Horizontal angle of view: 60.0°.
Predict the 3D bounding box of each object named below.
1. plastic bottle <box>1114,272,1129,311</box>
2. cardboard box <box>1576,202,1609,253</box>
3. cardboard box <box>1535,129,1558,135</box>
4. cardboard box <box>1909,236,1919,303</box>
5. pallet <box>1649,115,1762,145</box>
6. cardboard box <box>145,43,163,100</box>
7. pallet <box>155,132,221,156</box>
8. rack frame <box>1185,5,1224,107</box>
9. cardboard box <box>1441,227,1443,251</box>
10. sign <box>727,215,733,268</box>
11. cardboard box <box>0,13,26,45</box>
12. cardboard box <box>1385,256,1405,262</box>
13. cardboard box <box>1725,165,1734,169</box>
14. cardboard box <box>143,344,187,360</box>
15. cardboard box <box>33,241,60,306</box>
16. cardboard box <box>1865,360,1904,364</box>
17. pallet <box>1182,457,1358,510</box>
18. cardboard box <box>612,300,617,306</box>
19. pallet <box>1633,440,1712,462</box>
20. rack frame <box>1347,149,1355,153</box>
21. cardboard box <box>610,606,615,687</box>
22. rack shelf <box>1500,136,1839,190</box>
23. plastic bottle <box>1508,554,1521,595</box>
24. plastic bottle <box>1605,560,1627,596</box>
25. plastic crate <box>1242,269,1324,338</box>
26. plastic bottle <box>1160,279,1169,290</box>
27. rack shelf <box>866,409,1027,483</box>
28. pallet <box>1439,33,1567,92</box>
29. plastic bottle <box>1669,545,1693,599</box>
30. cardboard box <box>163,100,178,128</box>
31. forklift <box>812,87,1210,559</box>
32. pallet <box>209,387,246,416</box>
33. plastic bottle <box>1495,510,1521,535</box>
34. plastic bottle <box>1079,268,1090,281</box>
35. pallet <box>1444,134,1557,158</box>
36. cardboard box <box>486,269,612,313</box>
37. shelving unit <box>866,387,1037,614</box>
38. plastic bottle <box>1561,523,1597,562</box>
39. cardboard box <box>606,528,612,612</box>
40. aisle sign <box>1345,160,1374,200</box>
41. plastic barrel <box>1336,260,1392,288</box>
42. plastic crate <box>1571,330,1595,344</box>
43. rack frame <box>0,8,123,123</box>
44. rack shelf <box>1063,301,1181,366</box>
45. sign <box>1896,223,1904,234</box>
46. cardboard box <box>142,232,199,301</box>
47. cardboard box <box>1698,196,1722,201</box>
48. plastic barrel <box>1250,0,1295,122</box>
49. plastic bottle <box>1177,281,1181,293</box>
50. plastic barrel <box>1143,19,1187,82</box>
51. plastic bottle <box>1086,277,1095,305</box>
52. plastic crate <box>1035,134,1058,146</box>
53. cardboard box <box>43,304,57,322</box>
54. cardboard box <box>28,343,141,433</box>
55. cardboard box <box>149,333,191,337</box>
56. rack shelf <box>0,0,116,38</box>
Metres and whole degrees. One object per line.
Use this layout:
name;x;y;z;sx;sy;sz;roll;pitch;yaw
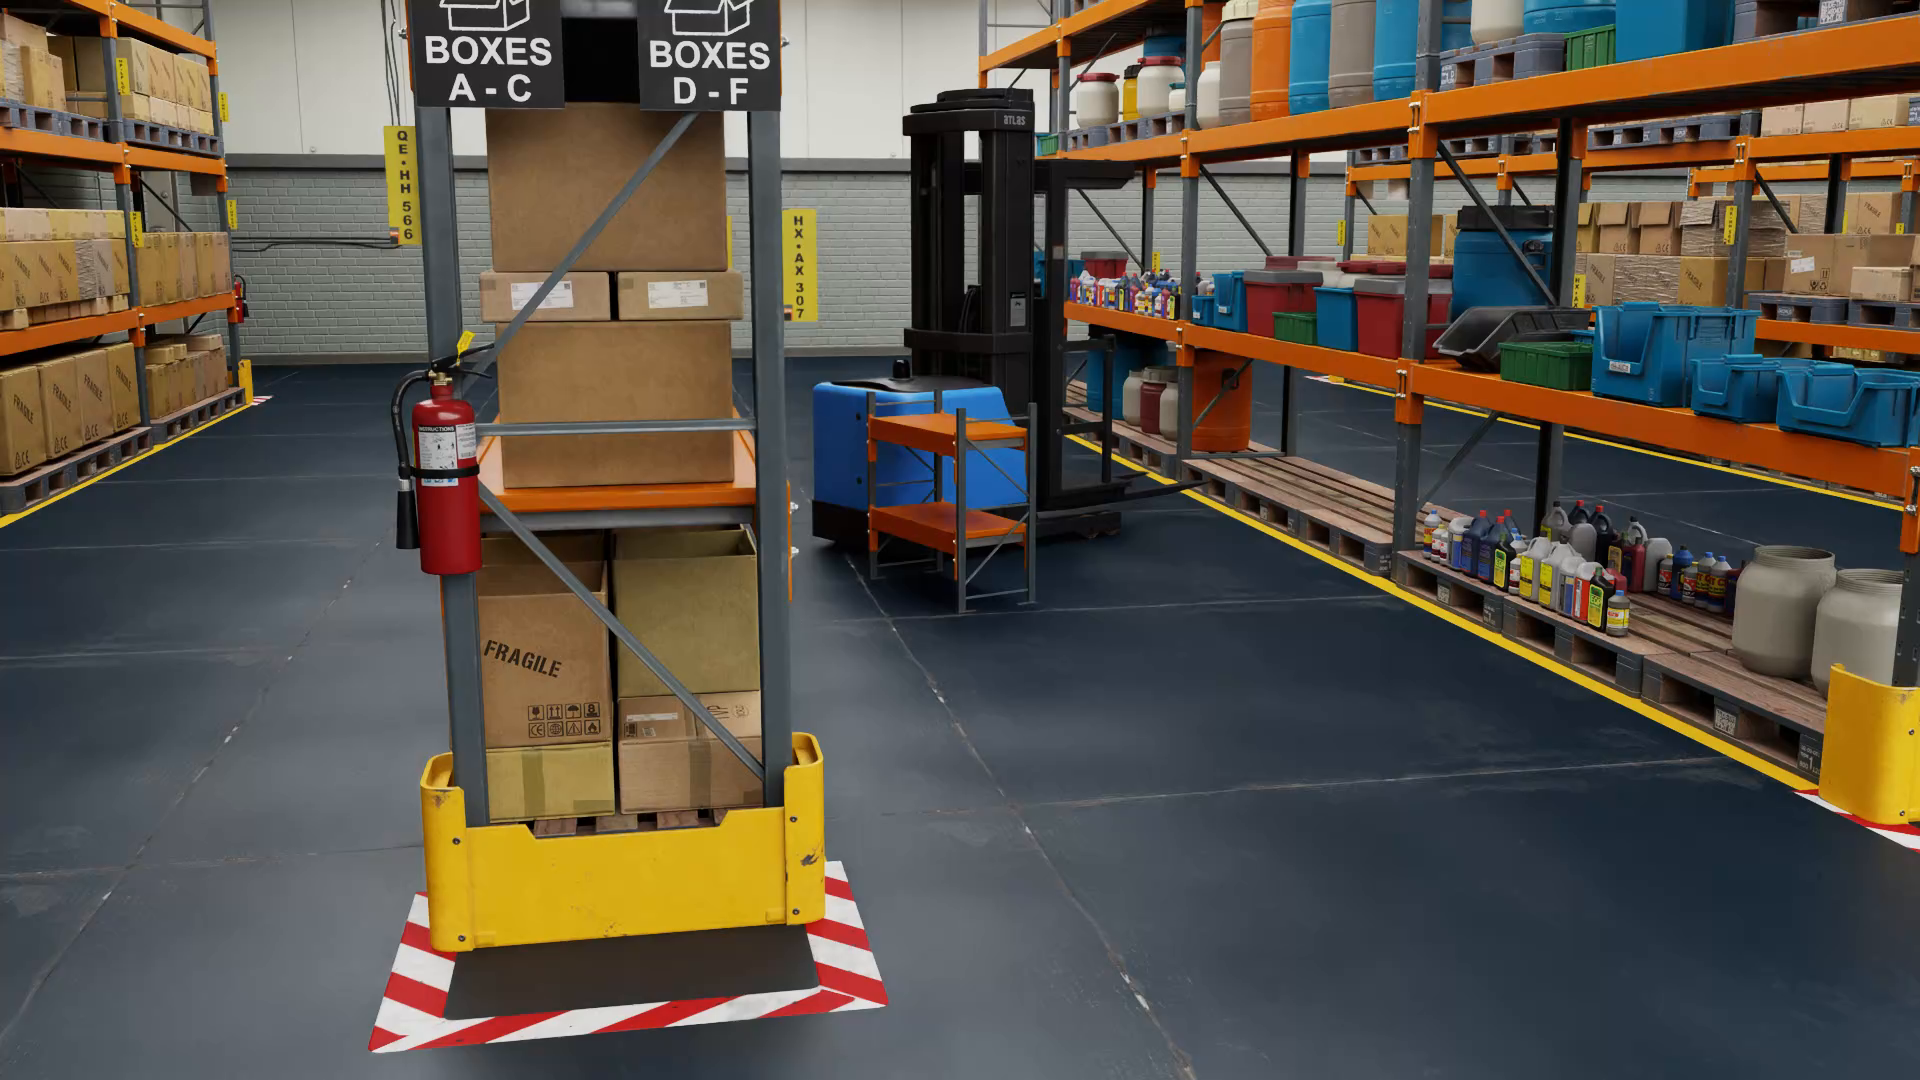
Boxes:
plastic bottle;1.516;-2.303;15.406;0.144;0.351;0.185;-2;11;-11
cardboard box;6.623;-3.182;16.944;0.797;0.503;0.637;-2;11;-10
cardboard box;6.491;-4.507;17.438;0.700;0.500;0.500;-2;11;-10
cardboard box;7.496;-1.988;12.220;0.797;0.503;0.637;-1;11;-5
pallet;6.969;-3.647;14.818;1.213;0.211;1.003;-2;11;-8
cardboard box;-8.178;-4.602;16.335;0.500;0.500;0.500;-2;11;-12
pallet;-8.831;-4.371;18.355;1.003;0.211;1.213;-2;11;-11
rack frame;2.288;-4.917;12.963;1.000;3.000;0.127;-2;11;-11
cardboard box;5.943;-3.978;21.676;0.500;0.500;0.500;-2;11;-10
sign;-1.249;-1.541;8.746;0.100;0.325;0.005;-2;11;-11
cardboard box;-8.043;-4.184;13.682;0.500;0.250;0.500;-2;11;-13
cardboard box;5.621;-3.404;20.667;0.500;0.250;0.500;-2;11;-13
cardboard box;10.410;-4.991;21.773;0.500;0.250;0.500;-2;11;-9
cardboard box;-8.242;-1.946;17.227;0.380;0.149;0.250;-2;11;-13
cardboard box;-7.462;-2.101;13.094;0.500;0.500;0.500;-2;11;-11
cardboard box;10.880;-2.044;19.617;0.380;0.149;0.250;-2;11;-10
pallet;2.401;-0.457;13.031;1.003;0.211;1.213;-2;11;-11
cardboard box;-1.292;-0.646;6.300;0.700;0.500;0.500;-2;11;-11
pallet;7.067;-0.927;15.505;1.003;0.211;1.213;-2;11;-11
rack frame;5.590;-6.564;21.618;1.000;3.000;0.127;-2;11;-11
cardboard box;-1.713;0.459;6.993;0.500;0.250;0.500;-2;11;-11
rack shelf;6.757;-3.637;16.184;1.077;0.370;4.000;-2;11;-11
plastic bottle;2.885;0.173;8.574;0.097;0.201;0.097;0;11;0
plastic bottle;3.139;0.244;7.983;0.061;0.283;0.133;-2;11;-11
plastic crate;2.302;-1.694;11.902;0.402;0.464;0.583;-2;11;-11
plastic bottle;1.980;-2.388;16.063;0.097;0.271;0.097;0;11;0
rack shelf;-0.063;-0.546;9.490;0.538;0.278;1.000;-6;13;-31
pallet;3.302;-2.488;8.730;1.213;0.211;1.003;-2;11;-11
plastic bottle;3.671;0.159;8.457;0.097;0.271;0.097;0;11;0
cardboard box;-8.276;-4.323;16.873;0.500;0.250;0.500;-2;11;-13
forklift;0.475;-1.515;11.319;3.031;2.935;1.130;-9;14;-39
pallet;-8.754;-1.563;18.845;1.003;0.211;1.213;-2;11;-11
plastic bottle;2.957;0.007;9.046;0.144;0.351;0.185;-2;11;-11
plastic bottle;1.268;-2.596;16.943;0.144;0.351;0.185;-2;11;-11
pallet;6.219;-4.464;18.843;1.003;0.211;1.213;-2;11;-11
cardboard box;-1.329;-0.802;5.386;0.380;0.149;0.250;-2;11;-10
shelving unit;-0.063;-0.258;9.545;0.538;1.125;1.048;-6;13;-31
plastic bottle;3.371;0.038;9.080;0.152;0.276;0.135;-2;11;-11
cardboard box;-1.717;0.091;6.923;0.500;0.500;0.500;-2;11;-11
aisle sign;5.282;-4.897;21.948;0.394;0.787;0.004;-2;11;-11
plastic barrel;2.868;-1.700;11.744;0.433;0.535;0.433;0;11;0
plastic crate;3.547;-0.970;8.669;0.499;0.251;0.616;-2;11;-11
rack frame;-8.208;-5.290;14.924;1.000;3.000;0.127;-2;11;-11
rack shelf;1.899;-1.983;15.518;1.077;0.370;4.000;-2;11;-11
sign;10.722;-3.450;18.983;0.100;0.325;0.005;-2;11;-11
cardboard box;-8.585;-2.858;17.387;0.980;0.700;0.700;-3;11;-14
cardboard box;10.302;-4.374;22.415;0.500;0.500;0.500;-2;11;-11
plastic barrel;2.362;-3.376;11.740;0.600;0.830;0.708;-2;11;-11
plastic bottle;2.144;-2.355;15.881;0.152;0.276;0.135;-2;11;-11
plastic barrel;1.992;-4.322;15.396;0.600;0.901;0.708;-2;11;-11
plastic bottle;1.293;-2.452;16.402;0.097;0.271;0.097;0;11;0
plastic crate;0.860;-4.435;18.769;0.437;0.282;0.530;-2;11;-11
cardboard box;-7.576;-1.846;13.490;0.380;0.149;0.250;-2;11;-11
cardboard box;-7.954;-1.379;15.046;0.750;0.750;0.750;-2;11;-10
cardboard box;-8.972;-2.265;18.900;0.380;0.149;0.250;-2;11;-11
rack shelf;-7.819;-4.374;13.102;1.077;0.370;4.000;-2;11;-11
